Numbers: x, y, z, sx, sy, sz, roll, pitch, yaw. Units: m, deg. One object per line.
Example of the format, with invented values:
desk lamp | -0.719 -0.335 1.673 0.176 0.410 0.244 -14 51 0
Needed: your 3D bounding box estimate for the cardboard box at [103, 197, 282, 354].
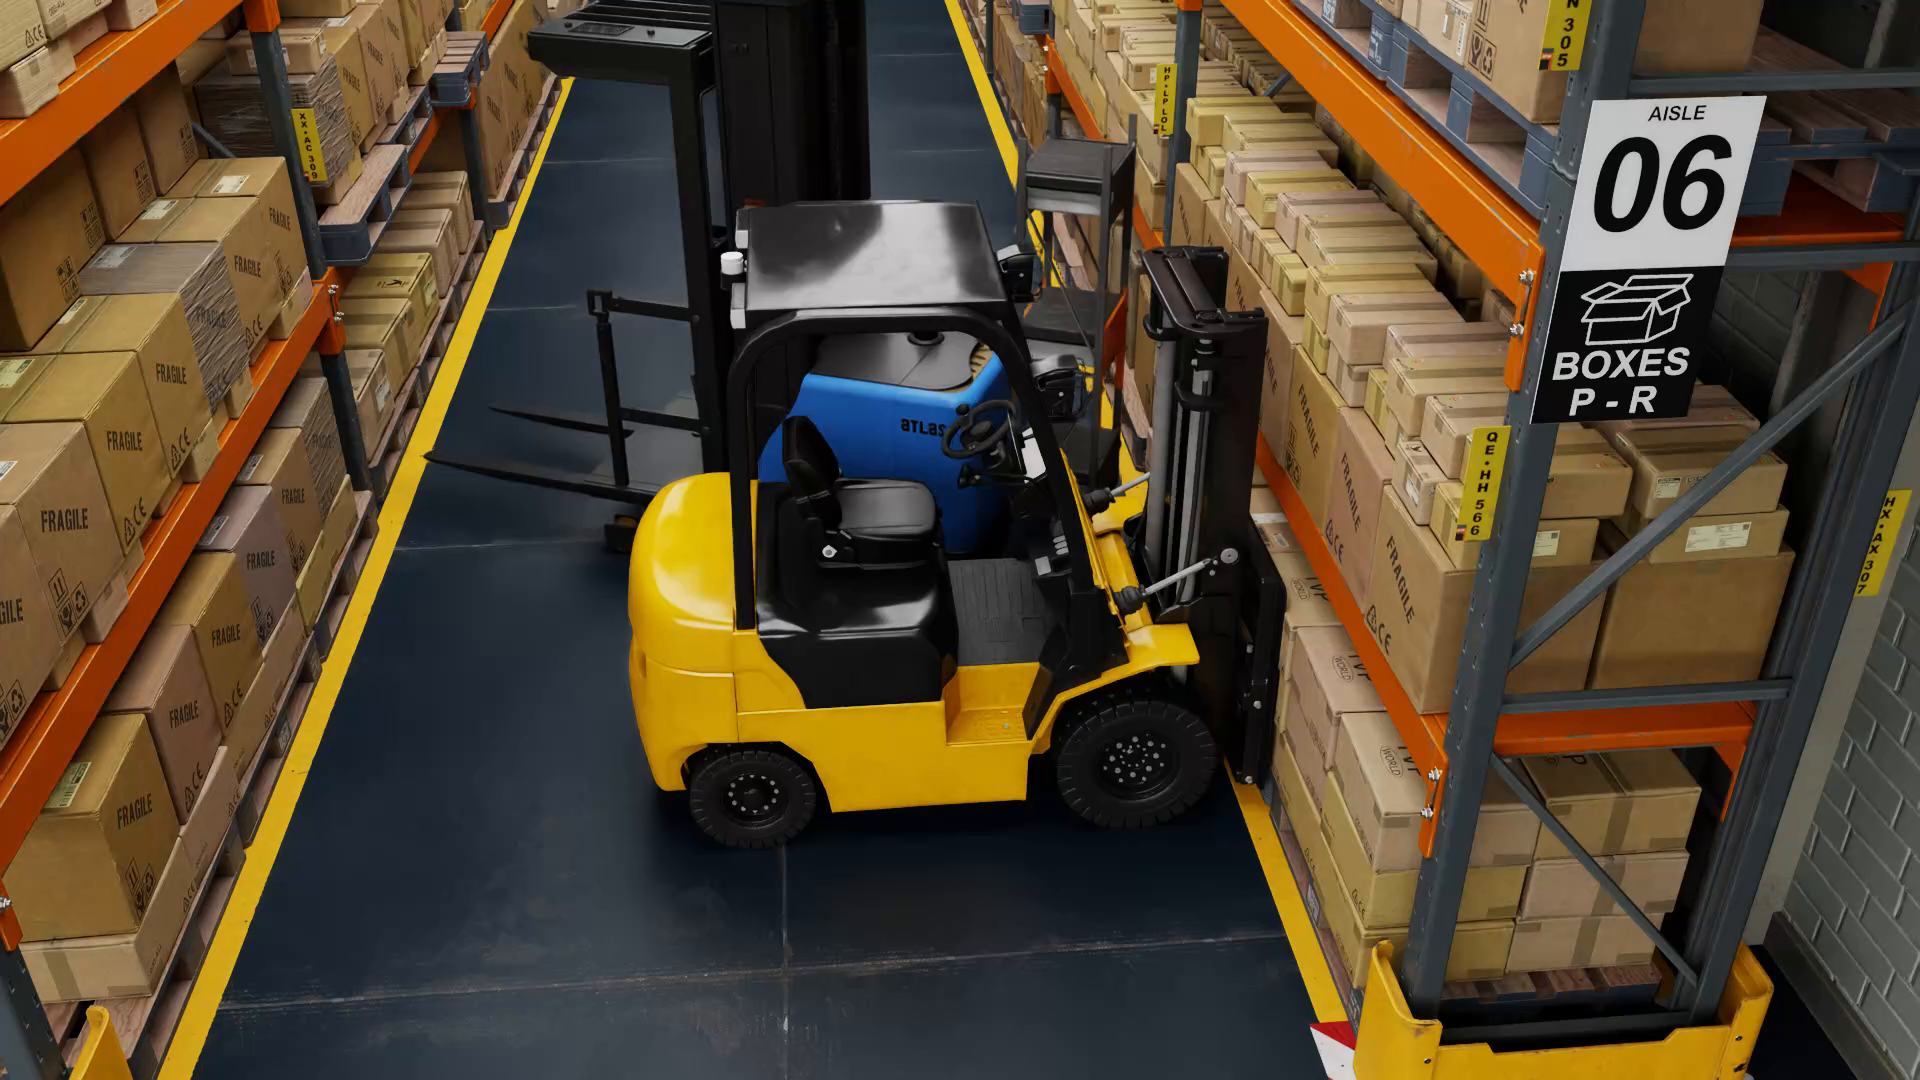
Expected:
cardboard box | -3.108 -1.056 6.705 0.500 0.500 0.500 -2 31 -3

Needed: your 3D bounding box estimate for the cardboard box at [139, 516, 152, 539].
cardboard box | -3.006 -0.058 5.667 0.380 0.149 0.250 -2 31 -3

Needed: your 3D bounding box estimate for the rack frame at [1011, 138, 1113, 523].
rack frame | 0.438 -0.752 7.462 0.400 2.100 0.015 9 32 15

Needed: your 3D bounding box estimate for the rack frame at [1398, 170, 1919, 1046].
rack frame | 1.863 0.440 4.589 1.000 3.000 0.127 -3 31 -5

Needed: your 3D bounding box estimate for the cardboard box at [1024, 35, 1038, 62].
cardboard box | 0.722 -3.949 13.331 0.380 0.149 0.250 -4 31 -7

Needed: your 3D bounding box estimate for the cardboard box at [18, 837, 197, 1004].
cardboard box | -2.878 1.254 5.497 0.500 0.250 0.500 -3 31 -5

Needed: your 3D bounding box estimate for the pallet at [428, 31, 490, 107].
pallet | -3.653 -2.964 10.474 1.213 0.211 1.003 -3 31 -5

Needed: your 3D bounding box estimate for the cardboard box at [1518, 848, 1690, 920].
cardboard box | 2.026 0.975 5.477 0.500 0.250 0.500 -2 31 -4

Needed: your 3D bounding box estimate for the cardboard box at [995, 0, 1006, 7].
cardboard box | 0.511 -4.877 14.885 0.380 0.149 0.250 -1 31 -2

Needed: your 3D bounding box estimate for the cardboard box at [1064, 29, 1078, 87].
cardboard box | 0.956 -3.085 10.636 0.500 0.250 0.500 -3 31 -6

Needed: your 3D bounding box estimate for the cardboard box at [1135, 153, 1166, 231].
cardboard box | 1.182 -1.783 8.456 0.500 0.250 0.500 -2 31 -3

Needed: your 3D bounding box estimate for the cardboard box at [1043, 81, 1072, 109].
cardboard box | 0.818 -3.270 12.196 0.380 0.149 0.250 -4 31 -7

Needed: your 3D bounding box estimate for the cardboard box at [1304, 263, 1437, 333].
cardboard box | 1.401 -0.829 5.693 0.380 0.149 0.250 -2 31 -4

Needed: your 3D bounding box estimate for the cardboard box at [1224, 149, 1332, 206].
cardboard box | 1.293 -1.479 6.781 0.380 0.149 0.250 -2 31 -3

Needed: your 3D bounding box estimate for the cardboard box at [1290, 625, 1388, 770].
cardboard box | 1.456 0.530 5.734 0.500 0.250 0.500 -2 31 -4

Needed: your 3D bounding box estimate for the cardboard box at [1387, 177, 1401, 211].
cardboard box | 1.930 -1.380 6.616 0.380 0.149 0.250 -3 31 -5

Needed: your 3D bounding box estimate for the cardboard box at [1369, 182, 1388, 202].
cardboard box | 1.912 -1.380 6.905 0.380 0.149 0.250 -3 31 -4

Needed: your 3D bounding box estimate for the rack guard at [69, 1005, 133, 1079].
rack guard | -3.085 1.714 4.893 1.175 0.500 0.348 -3 31 -5

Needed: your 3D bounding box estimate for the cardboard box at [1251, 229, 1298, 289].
cardboard box | 1.348 -1.094 6.426 0.380 0.149 0.250 -4 31 -6

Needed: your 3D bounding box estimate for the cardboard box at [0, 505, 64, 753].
cardboard box | -2.846 0.254 4.513 0.500 0.500 0.500 -3 31 -5

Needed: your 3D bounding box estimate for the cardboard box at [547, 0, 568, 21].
cardboard box | -4.151 -4.853 15.539 0.875 0.438 0.875 -3 31 -5

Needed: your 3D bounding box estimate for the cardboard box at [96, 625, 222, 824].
cardboard box | -2.934 0.654 5.771 0.500 0.500 0.500 -4 31 -6

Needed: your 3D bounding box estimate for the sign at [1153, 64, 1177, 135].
sign | 0.950 -2.035 7.679 0.100 0.325 0.005 -3 31 -5

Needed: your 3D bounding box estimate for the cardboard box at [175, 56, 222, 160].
cardboard box | -3.724 -1.939 7.773 0.500 0.500 0.500 -3 31 -6

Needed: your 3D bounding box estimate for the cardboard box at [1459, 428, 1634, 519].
cardboard box | 1.620 -0.182 4.610 0.380 0.149 0.250 -3 31 -4

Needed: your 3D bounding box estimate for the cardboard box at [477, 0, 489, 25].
cardboard box | -3.687 -3.864 11.940 0.500 0.250 0.500 -4 31 -6

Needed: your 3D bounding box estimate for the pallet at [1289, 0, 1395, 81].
pallet | 1.706 -1.797 5.494 1.003 0.211 1.213 -3 31 -5

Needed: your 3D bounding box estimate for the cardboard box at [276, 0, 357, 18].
cardboard box | -3.348 -2.799 8.581 0.380 0.149 0.250 -1 31 -2

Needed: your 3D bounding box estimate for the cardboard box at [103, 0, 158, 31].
cardboard box | -3.037 -1.870 5.776 0.380 0.149 0.250 -2 31 -3

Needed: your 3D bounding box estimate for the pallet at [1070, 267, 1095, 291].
pallet | 1.265 -1.404 10.395 1.003 0.211 1.213 -3 31 -5

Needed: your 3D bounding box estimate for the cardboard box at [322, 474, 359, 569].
cardboard box | -3.129 -0.074 7.720 0.500 0.250 0.500 -1 31 -2

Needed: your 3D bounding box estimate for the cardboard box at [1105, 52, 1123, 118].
cardboard box | 1.092 -2.515 9.194 0.500 0.250 0.500 -2 31 -4

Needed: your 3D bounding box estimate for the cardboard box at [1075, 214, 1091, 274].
cardboard box | 1.229 -2.153 10.836 0.875 0.625 0.625 -2 31 -3

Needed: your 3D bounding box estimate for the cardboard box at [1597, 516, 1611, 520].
cardboard box | 2.004 -0.190 4.913 0.380 0.149 0.250 -3 31 -5

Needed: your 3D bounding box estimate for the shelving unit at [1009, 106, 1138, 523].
shelving unit | 0.511 -0.872 7.662 0.431 2.100 0.503 9 32 15

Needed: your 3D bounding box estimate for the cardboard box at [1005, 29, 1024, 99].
cardboard box | 0.665 -4.010 14.066 0.500 0.500 0.500 -4 31 -6

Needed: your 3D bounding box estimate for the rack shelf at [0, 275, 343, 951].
rack shelf | -3.265 -0.033 6.081 1.077 0.370 4.000 -3 31 -5

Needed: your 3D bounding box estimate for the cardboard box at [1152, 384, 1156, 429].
cardboard box | 1.227 -0.555 8.039 0.500 0.250 0.500 -3 31 -5

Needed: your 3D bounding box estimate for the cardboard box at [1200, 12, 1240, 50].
cardboard box | 1.574 -2.894 9.440 0.380 0.149 0.250 -2 31 -4

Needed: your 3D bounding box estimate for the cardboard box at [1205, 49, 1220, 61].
cardboard box | 1.624 -2.544 9.242 0.500 0.250 0.500 -3 31 -6

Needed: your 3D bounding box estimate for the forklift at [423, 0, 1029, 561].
forklift | -1.217 -1.415 7.760 3.031 2.935 1.130 10 32 16

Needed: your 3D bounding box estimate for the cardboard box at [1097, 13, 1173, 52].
cardboard box | 0.986 -2.870 9.400 0.380 0.149 0.250 -4 31 -6

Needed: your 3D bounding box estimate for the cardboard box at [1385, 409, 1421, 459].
cardboard box | 1.535 -0.310 5.114 0.380 0.149 0.250 -2 31 -4

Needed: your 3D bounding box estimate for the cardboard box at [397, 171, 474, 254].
cardboard box | -3.783 -2.168 11.108 0.950 0.372 0.625 -5 31 -8

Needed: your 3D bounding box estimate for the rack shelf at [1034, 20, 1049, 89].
rack shelf | 0.929 -4.357 13.321 1.077 0.370 4.000 -3 31 -5

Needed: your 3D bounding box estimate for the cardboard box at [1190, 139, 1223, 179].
cardboard box | 1.258 -1.749 7.522 0.380 0.149 0.250 -3 31 -5

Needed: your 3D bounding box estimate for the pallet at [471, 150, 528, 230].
pallet | -3.824 -2.614 12.421 1.003 0.211 1.213 -3 31 -5

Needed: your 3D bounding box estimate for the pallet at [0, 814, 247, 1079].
pallet | -3.126 1.421 5.665 1.003 0.211 1.213 -3 31 -5

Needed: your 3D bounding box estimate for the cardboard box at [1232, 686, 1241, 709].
cardboard box | 1.359 0.441 6.859 0.500 0.250 0.500 -2 31 -3

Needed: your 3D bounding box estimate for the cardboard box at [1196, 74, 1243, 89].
cardboard box | 1.194 -2.219 8.309 0.380 0.149 0.250 -3 31 -5

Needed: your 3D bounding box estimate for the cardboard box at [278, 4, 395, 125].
cardboard box | -3.290 -2.476 8.672 0.500 0.500 0.500 -3 31 -5

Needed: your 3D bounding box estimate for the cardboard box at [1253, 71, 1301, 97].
cardboard box | 1.698 -2.253 8.367 0.380 0.149 0.250 -4 31 -6

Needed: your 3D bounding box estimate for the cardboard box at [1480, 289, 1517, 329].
cardboard box | 1.957 -0.721 5.512 0.380 0.149 0.250 -2 31 -3

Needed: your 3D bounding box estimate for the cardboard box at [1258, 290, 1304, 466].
cardboard box | 1.411 -0.625 6.274 0.500 0.500 0.500 -3 31 -4

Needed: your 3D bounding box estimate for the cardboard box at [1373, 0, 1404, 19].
cardboard box | 1.583 -1.856 4.903 0.700 0.500 0.500 -3 31 -4

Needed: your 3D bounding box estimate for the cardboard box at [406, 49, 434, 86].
cardboard box | -3.340 -2.793 9.836 0.380 0.149 0.250 -2 31 -4

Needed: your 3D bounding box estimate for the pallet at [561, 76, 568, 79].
pallet | -4.193 -4.642 15.816 1.003 0.211 1.213 -3 31 -5

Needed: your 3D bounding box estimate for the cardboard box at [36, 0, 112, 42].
cardboard box | -2.999 -1.724 5.142 0.500 0.250 0.500 -2 31 -4
